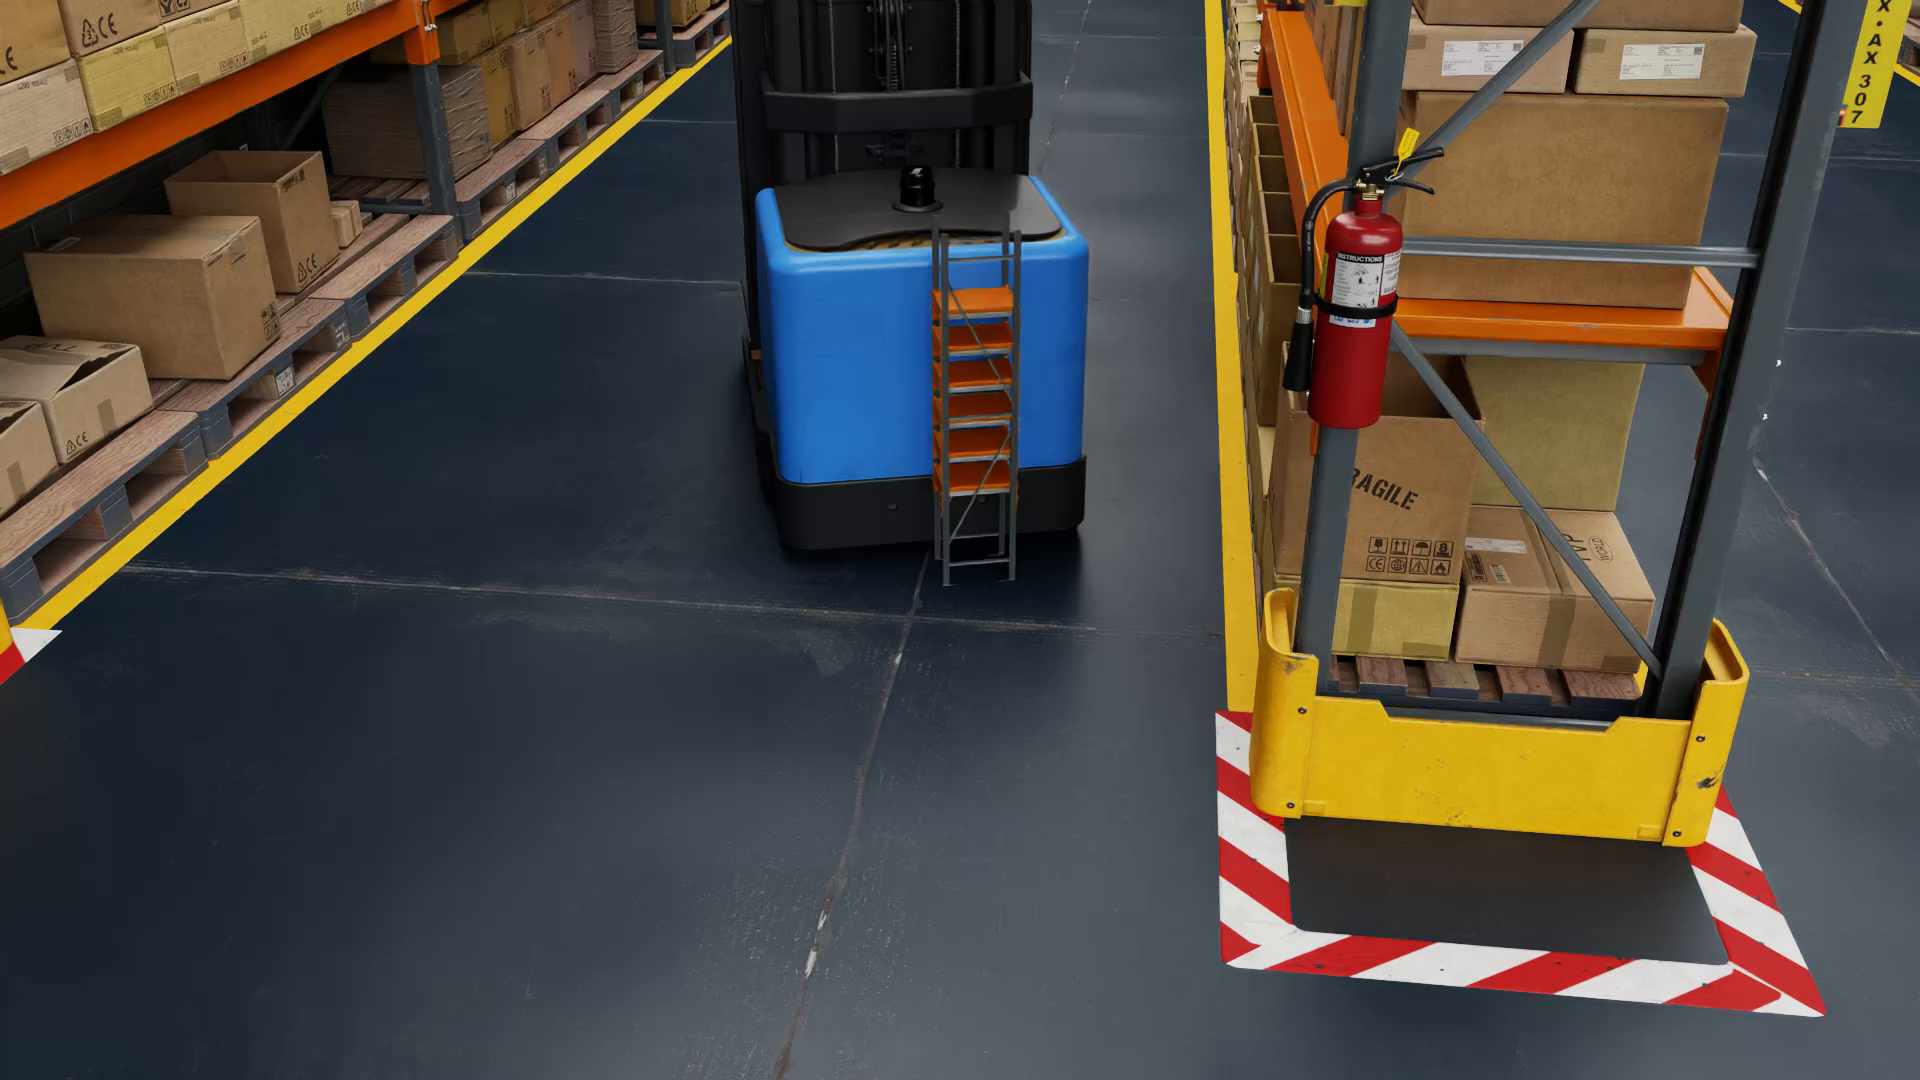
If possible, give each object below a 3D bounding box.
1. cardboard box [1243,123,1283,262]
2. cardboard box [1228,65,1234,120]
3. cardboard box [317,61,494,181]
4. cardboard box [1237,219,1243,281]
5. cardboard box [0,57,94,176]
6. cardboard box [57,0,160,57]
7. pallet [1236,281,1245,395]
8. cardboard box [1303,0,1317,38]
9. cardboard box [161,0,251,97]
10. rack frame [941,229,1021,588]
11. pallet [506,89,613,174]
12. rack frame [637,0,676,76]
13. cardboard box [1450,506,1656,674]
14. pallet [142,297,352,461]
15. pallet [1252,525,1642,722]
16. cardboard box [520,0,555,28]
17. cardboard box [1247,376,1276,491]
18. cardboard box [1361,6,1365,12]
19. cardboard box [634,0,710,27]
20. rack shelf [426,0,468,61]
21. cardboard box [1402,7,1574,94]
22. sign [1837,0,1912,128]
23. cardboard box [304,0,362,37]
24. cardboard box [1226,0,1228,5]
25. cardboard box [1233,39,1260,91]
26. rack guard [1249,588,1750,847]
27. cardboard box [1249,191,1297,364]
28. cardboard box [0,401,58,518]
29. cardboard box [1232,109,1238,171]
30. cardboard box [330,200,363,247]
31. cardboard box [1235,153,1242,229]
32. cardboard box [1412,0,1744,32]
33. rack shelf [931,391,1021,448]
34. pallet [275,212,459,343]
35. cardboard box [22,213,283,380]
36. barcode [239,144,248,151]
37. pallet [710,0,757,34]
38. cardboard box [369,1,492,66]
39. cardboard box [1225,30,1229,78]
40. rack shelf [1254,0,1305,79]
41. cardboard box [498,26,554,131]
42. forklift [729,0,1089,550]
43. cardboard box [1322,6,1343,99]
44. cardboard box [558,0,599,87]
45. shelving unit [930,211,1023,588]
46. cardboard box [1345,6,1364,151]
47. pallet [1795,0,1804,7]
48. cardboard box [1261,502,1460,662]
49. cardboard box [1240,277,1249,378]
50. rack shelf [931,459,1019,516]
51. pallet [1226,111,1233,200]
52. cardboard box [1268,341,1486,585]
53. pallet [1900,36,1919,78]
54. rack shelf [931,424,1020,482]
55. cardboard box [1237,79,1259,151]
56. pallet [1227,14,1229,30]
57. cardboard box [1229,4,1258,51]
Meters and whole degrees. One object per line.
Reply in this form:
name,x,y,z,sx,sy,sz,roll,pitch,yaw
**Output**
cardboard box,1.447,-1.404,6.859,0.500,0.500,0.500,3,28,6
cardboard box,1.884,-2.681,10.021,0.500,0.250,0.500,3,28,5
cardboard box,-2.975,-2.262,8.958,0.700,0.500,0.500,4,29,8
cardboard box,1.511,-1.309,7.474,0.500,0.250,0.500,3,28,6
cardboard box,-3.114,-1.338,5.208,0.500,0.250,0.500,2,28,5
cardboard box,-3.042,-1.894,5.449,0.500,0.500,0.500,2,28,5
pallet,1.729,-0.936,7.265,1.003,0.211,1.213,3,28,6
cardboard box,1.820,-2.370,6.881,0.700,0.500,0.500,3,28,5
cardboard box,-2.982,-1.815,6.094,0.500,0.250,0.500,4,29,7
rack frame,0.063,-0.383,5.195,0.240,1.200,0.006,-5,29,-8
pallet,-2.808,-2.536,10.235,1.003,0.211,1.213,3,28,6
rack frame,-2.558,-4.704,11.320,1.000,3.000,0.127,3,28,6
cardboard box,1.665,0.134,4.796,0.500,0.250,0.500,3,28,6
pallet,-3.243,-0.700,6.826,1.003,0.211,1.213,3,28,6
pallet,1.430,0.213,5.133,1.003,0.211,1.213,3,28,6
cardboard box,-2.785,-3.279,10.054,0.500,0.250,0.500,3,28,6
cardboard box,1.260,-0.368,5.727,0.500,0.250,0.500,3,28,6
cardboard box,1.331,-1.535,4.647,0.380,0.149,0.250,4,29,7
cardboard box,-2.338,-4.281,12.358,0.750,0.750,0.750,3,28,6
rack shelf,-2.803,-3.446,9.743,1.077,0.370,4.000,3,28,6
cardboard box,1.236,-1.173,3.975,0.380,0.149,0.250,3,28,5
sign,1.928,-1.033,3.509,0.100,0.325,0.005,3,28,6
cardboard box,-2.875,-2.290,6.974,0.500,0.250,0.500,3,29,6
cardboard box,2.362,-4.456,13.031,0.500,0.500,0.500,2,28,4
cardboard box,1.820,-2.680,9.428,0.500,0.311,0.500,3,28,6
rack guard,1.375,0.459,4.370,1.175,0.500,0.348,3,28,6
cardboard box,1.319,-0.934,5.986,0.500,0.500,0.500,3,28,6
cardboard box,-3.364,-0.269,5.458,0.500,0.311,0.500,0,28,0
cardboard box,1.757,-2.201,9.128,0.500,0.250,0.500,4,29,7
cardboard box,-3.084,-1.514,7.922,0.380,0.166,0.250,0,28,0
cardboard box,1.631,-1.722,8.240,0.500,0.250,0.500,3,28,6
cardboard box,1.455,-1.512,3.920,0.700,0.500,0.500,3,29,6
rack shelf,0.048,-0.386,5.296,0.258,0.103,0.180,-5,29,-8
pallet,-3.096,-1.276,7.895,1.003,0.211,1.213,3,28,6
cardboard box,-3.155,-0.963,6.547,0.700,0.500,0.500,2,28,3
barcode,-3.353,-1.815,7.791,0.001,0.075,0.075,3,28,6
pallet,-2.235,-4.416,13.725,1.003,0.211,1.213,3,28,6
cardboard box,-2.924,-2.800,9.165,0.500,0.250,0.500,3,28,5
cardboard box,2.003,-3.163,10.915,0.500,0.250,0.500,3,28,6
rack shelf,2.113,-3.160,9.212,1.077,0.370,4.000,3,28,6
cardboard box,-2.859,-2.746,9.856,0.700,0.500,0.500,4,29,7
forklift,-0.324,-1.935,6.251,1.130,2.935,3.031,-5,29,-8
cardboard box,1.697,-1.886,5.982,0.700,0.500,0.500,4,29,7
cardboard box,-2.773,-3.220,10.736,0.700,0.500,0.500,3,28,6
shelving unit,0.048,-0.425,5.275,0.258,1.200,0.189,-5,29,-8
cardboard box,1.574,-1.396,5.074,0.700,0.500,0.500,4,29,7
pallet,7.628,-4.423,13.738,1.003,0.211,1.213,3,28,6
cardboard box,1.151,0.103,4.852,0.500,0.250,0.500,3,28,6
cardboard box,1.378,-0.839,6.601,0.500,0.250,0.500,3,28,6
rack shelf,0.048,-0.175,5.410,0.258,0.103,0.180,-5,29,-8
pallet,2.067,-2.233,9.672,1.003,0.211,1.213,3,28,6
cardboard box,1.149,-0.227,4.674,0.500,0.500,0.500,3,28,6
pallet,7.329,-3.275,11.606,1.003,0.211,1.213,3,28,6
rack shelf,0.048,-0.281,5.353,0.258,0.103,0.180,-5,29,-8
cardboard box,1.691,-2.209,8.553,0.500,0.311,0.500,4,29,8
pallet,2.639,-4.112,13.161,1.003,0.211,1.213,3,28,6
cardboard box,1.947,-3.162,10.322,0.500,0.311,0.500,3,28,5
